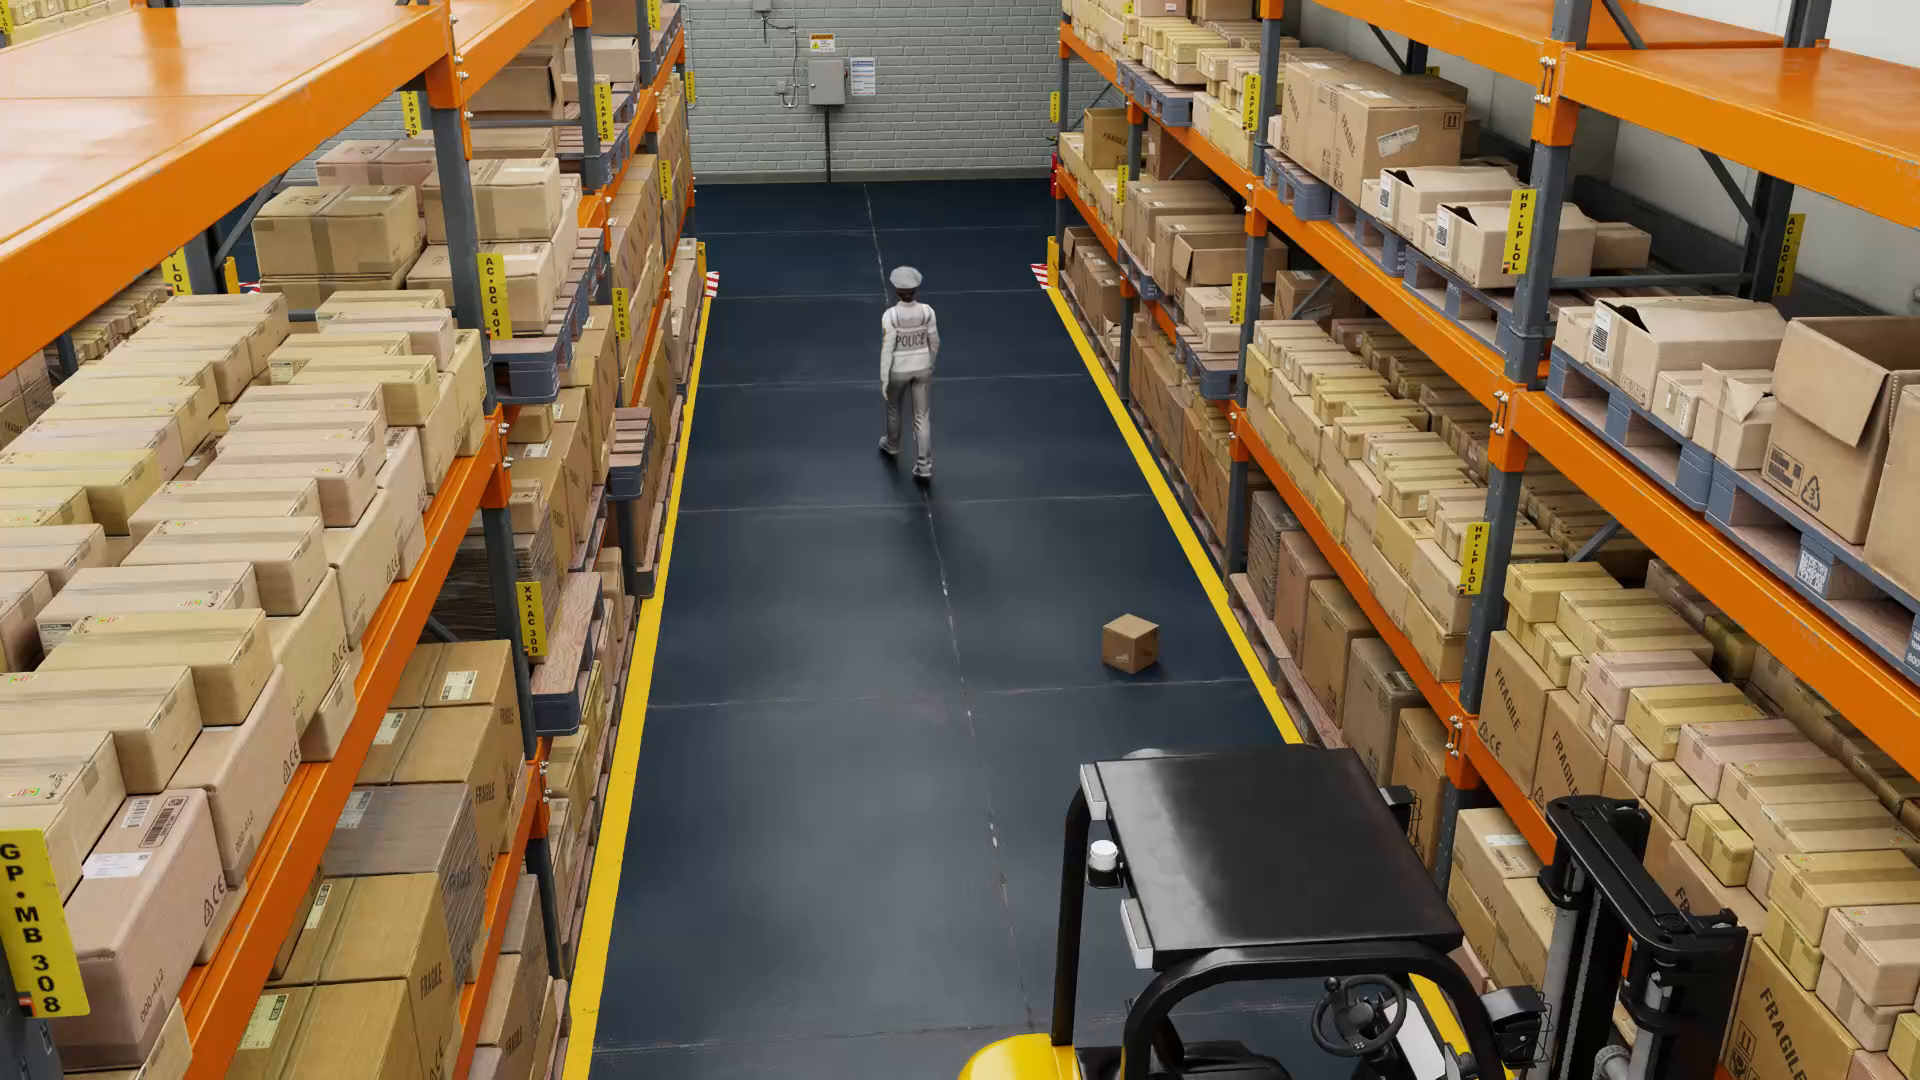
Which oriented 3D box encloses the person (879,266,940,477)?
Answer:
[{"bbox_3d":[-0.409,-1.369,13.145,0.514,1.633,0.994,-6,24,-12],"label":"person"}]
